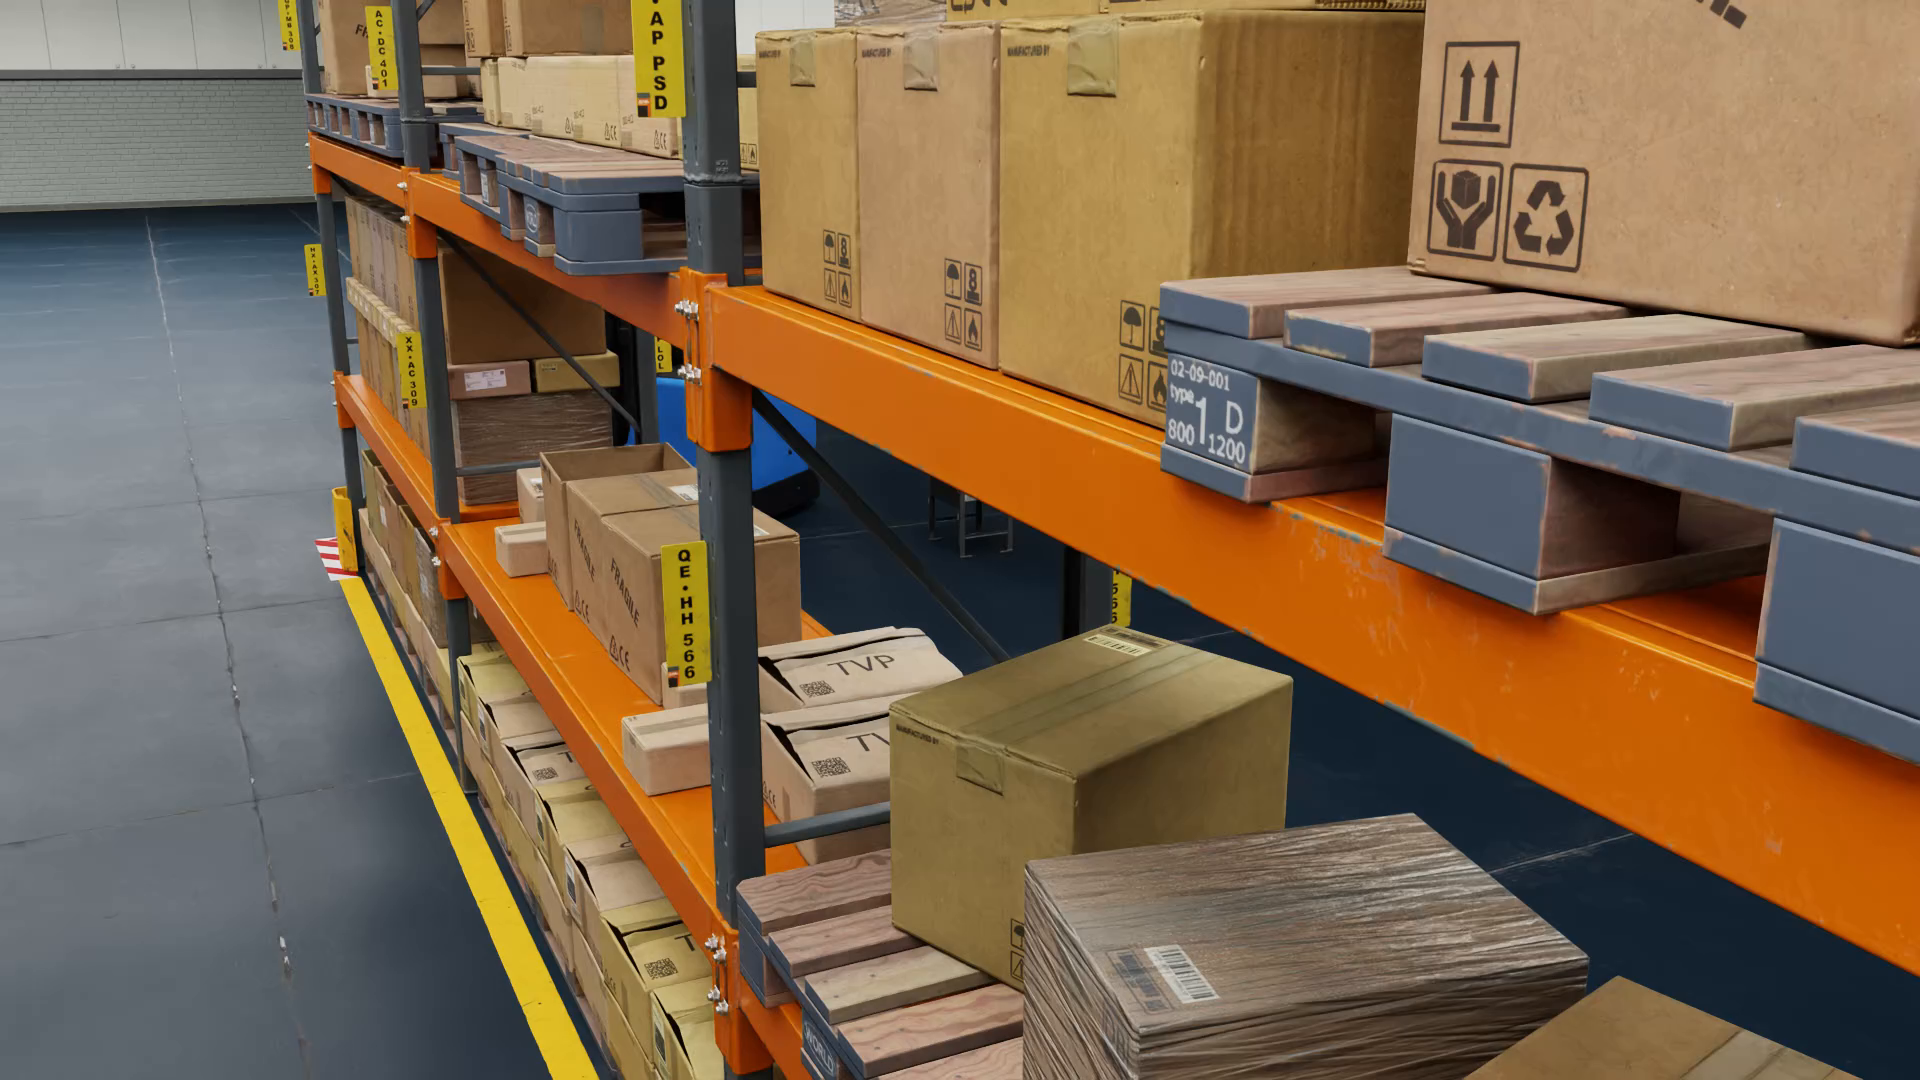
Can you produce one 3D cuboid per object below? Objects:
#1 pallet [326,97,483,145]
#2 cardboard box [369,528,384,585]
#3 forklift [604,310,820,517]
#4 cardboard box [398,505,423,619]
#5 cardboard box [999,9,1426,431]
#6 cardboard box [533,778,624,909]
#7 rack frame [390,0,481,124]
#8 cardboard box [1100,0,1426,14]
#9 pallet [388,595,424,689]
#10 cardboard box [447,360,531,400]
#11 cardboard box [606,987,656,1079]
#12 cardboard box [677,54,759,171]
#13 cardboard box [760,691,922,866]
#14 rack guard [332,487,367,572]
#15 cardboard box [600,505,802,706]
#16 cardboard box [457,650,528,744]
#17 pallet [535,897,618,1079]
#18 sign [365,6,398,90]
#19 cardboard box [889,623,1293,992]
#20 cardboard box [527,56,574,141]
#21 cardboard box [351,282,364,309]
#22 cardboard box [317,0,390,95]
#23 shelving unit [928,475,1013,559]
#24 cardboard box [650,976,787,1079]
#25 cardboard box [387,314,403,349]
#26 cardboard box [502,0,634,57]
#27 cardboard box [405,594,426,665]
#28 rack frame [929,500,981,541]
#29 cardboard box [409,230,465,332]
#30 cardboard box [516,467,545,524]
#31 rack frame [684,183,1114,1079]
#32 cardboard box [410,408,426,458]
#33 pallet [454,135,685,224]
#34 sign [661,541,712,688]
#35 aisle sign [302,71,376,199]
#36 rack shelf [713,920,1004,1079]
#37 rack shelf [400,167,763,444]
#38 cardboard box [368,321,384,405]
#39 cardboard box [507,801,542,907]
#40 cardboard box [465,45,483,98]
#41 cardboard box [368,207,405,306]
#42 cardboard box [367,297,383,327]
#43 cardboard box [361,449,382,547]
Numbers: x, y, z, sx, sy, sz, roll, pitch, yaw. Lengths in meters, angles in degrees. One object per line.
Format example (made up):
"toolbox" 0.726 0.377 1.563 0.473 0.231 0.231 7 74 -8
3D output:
"pallet" -2.780 -2.249 8.872 1.003 0.211 1.213 -8 18 -25
"cardboard box" -3.348 0.072 10.285 0.500 0.250 0.500 -8 18 -25
"forklift" -2.622 -1.747 12.526 3.031 2.935 1.130 8 18 25
"cardboard box" -2.684 0.083 8.888 0.500 0.500 0.500 -8 18 -25
"cardboard box" 0.572 -0.478 2.358 0.910 0.500 0.500 -8 18 -25
"cardboard box" -1.221 1.025 5.949 0.500 0.311 0.500 -7 17 -23
"rack frame" -1.853 -3.223 6.667 1.000 3.000 0.127 -8 18 -25
"cardboard box" 0.532 -0.956 2.212 0.500 0.500 0.500 -8 18 -25
"pallet" -2.702 0.496 9.640 1.003 0.211 1.213 -8 18 -25
"cardboard box" -2.165 -0.741 7.536 0.380 0.149 0.250 -8 18 -25
"cardboard box" -0.779 1.544 5.155 0.500 0.250 0.500 -8 18 -26
"cardboard box" -0.350 -1.025 3.956 0.500 0.250 0.500 -9 18 -29
"cardboard box" -0.221 0.600 4.383 0.500 0.311 0.500 -6 17 -21
"rack guard" -3.616 -0.135 11.316 1.175 0.500 0.348 -8 18 -25
"cardboard box" -0.850 0.191 5.467 0.500 0.500 0.500 -9 18 -28
"cardboard box" -1.896 0.644 7.277 0.500 0.311 0.500 -8 18 -25
"pallet" -0.957 1.482 6.203 1.003 0.211 1.213 -8 18 -25
"sign" -2.351 -2.000 6.763 0.100 0.325 0.005 -8 18 -25
"cardboard box" 0.277 0.545 3.470 0.500 0.500 0.700 15 22 42
"cardboard box" -1.070 -1.429 5.366 0.500 0.250 0.500 -9 18 -30
"cardboard box" -3.509 -1.502 10.191 0.380 0.149 0.250 -8 18 -26
"cardboard box" -3.123 -2.645 8.896 0.500 0.500 0.500 -8 18 -25
"shelving unit" 0.073 -0.968 11.318 0.431 2.100 0.503 -8 18 -25
"cardboard box" -0.551 1.403 4.631 0.500 0.311 0.500 -7 17 -23
"cardboard box" -2.839 -1.121 8.862 0.380 0.149 0.250 -7 17 -23
"cardboard box" -1.348 -1.975 5.908 0.500 0.500 0.500 -6 17 -20
"cardboard box" -2.695 0.445 8.987 0.500 0.250 0.500 -8 18 -25
"rack frame" -0.034 -1.029 11.529 0.400 2.100 0.015 -8 18 -25
"cardboard box" -2.275 -1.245 8.119 0.700 0.500 0.500 -8 18 -25
"cardboard box" -1.598 -0.150 7.108 0.500 0.250 0.500 -6 17 -21
"rack frame" -0.101 0.653 4.038 1.000 3.000 0.127 -8 18 -25
"cardboard box" -2.506 -0.751 8.750 0.700 0.500 0.500 -7 18 -24
"pallet" -0.971 -1.133 5.164 1.003 0.211 1.213 -7 17 -22
"sign" -0.598 0.164 3.642 0.100 0.325 0.005 -8 18 -25
"aisle sign" -3.909 -2.560 10.520 0.394 0.787 0.004 -8 18 -25
"rack shelf" 0.776 1.494 2.409 1.077 0.370 4.000 -8 18 -25
"rack shelf" -0.977 -0.939 5.452 1.077 0.370 4.000 -8 18 -25
"cardboard box" -3.178 -1.132 10.076 0.700 0.500 0.500 -7 17 -23
"cardboard box" -1.447 1.166 6.474 0.500 0.250 0.500 -8 18 -27
"cardboard box" -2.073 -2.298 8.029 0.500 0.311 0.500 -9 18 -28
"cardboard box" -2.932 -1.618 9.416 0.700 0.500 0.500 -8 18 -25
"cardboard box" -3.173 -1.312 9.526 0.380 0.149 0.250 -8 18 -27
"cardboard box" -3.350 -0.288 10.180 0.500 0.500 0.500 -8 18 -25
